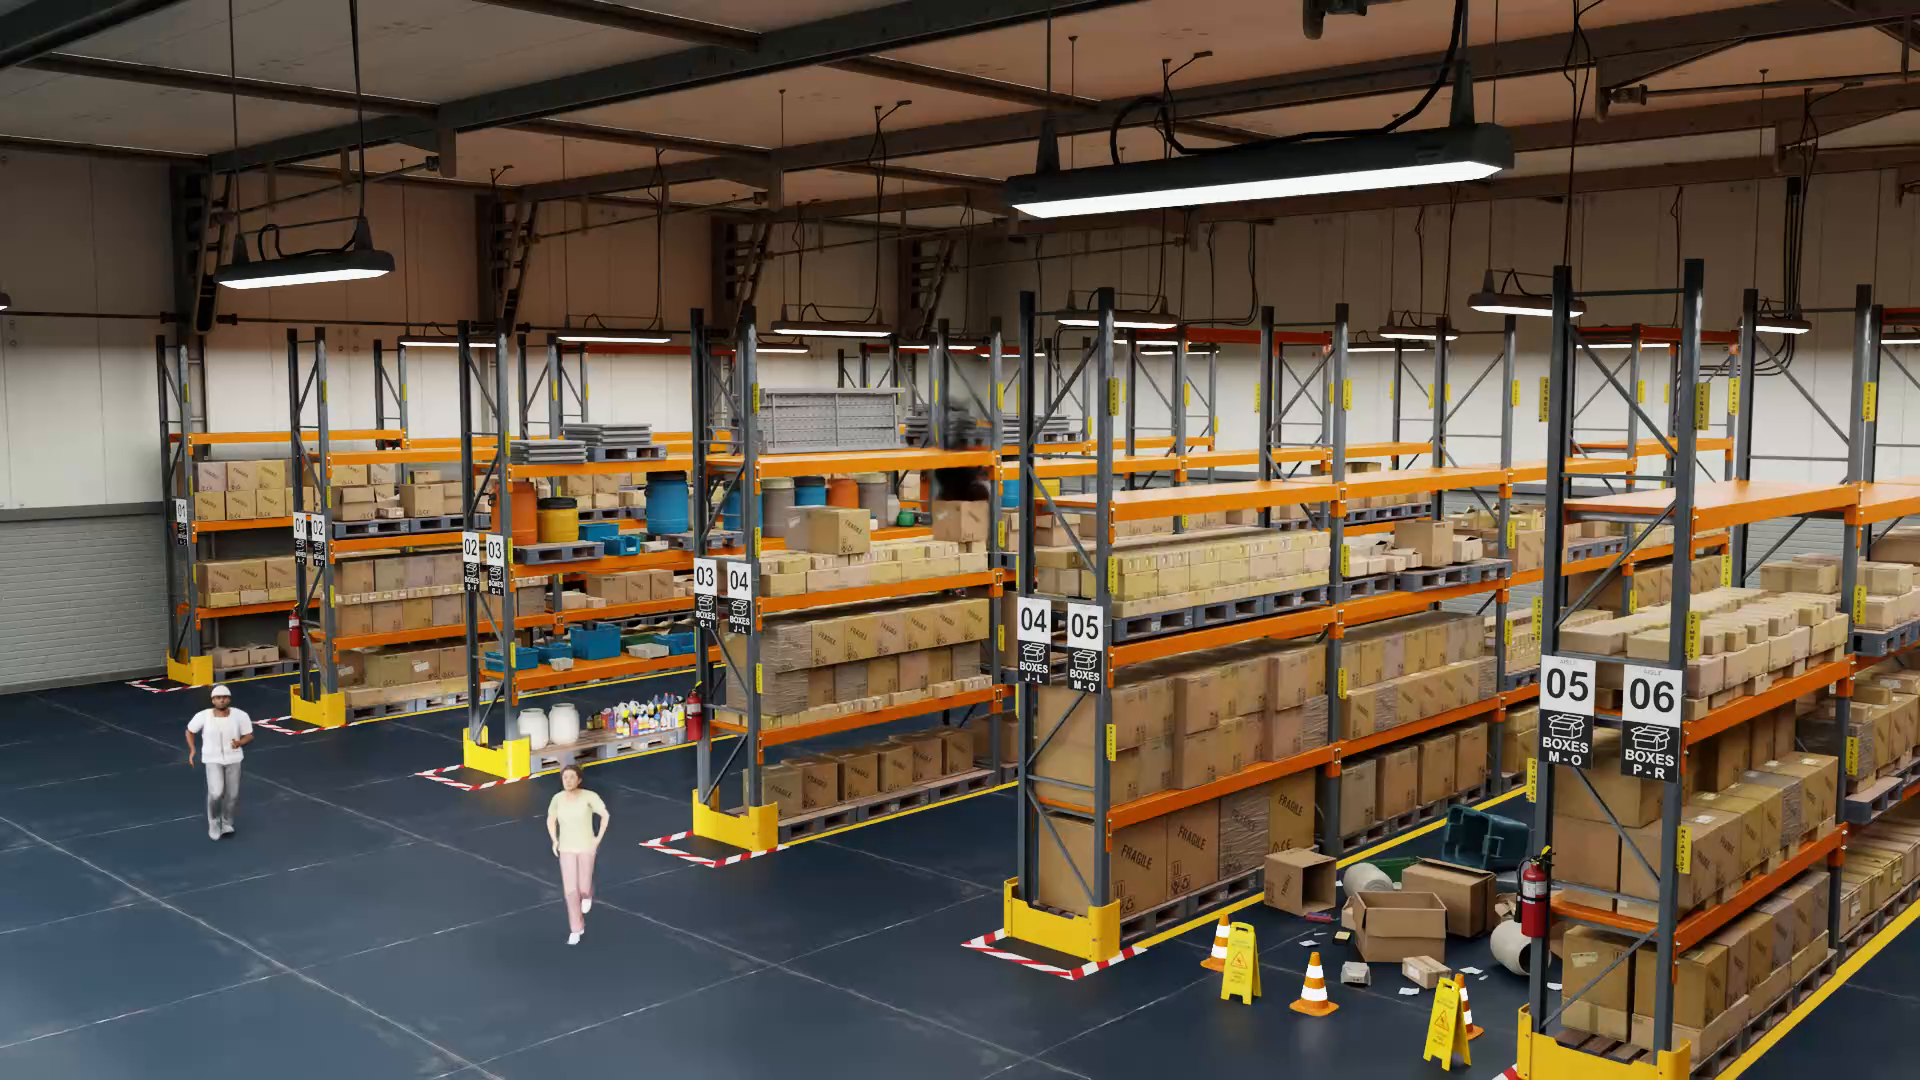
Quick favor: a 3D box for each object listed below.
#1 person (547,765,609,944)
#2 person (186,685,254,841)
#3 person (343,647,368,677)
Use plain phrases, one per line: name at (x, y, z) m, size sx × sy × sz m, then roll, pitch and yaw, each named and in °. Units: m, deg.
person at (-3.575, 2.898, 15.610) m, size 0.577 × 1.654 × 0.642 m, roll 0°, pitch 5°, yaw -1°
person at (-8.352, 2.521, 18.823) m, size 0.673 × 1.759 × 0.688 m, roll -3°, pitch 6°, yaw -31°
person at (-9.993, 1.685, 27.597) m, size 0.677 × 1.846 × 0.866 m, roll 5°, pitch 8°, yaw 44°
